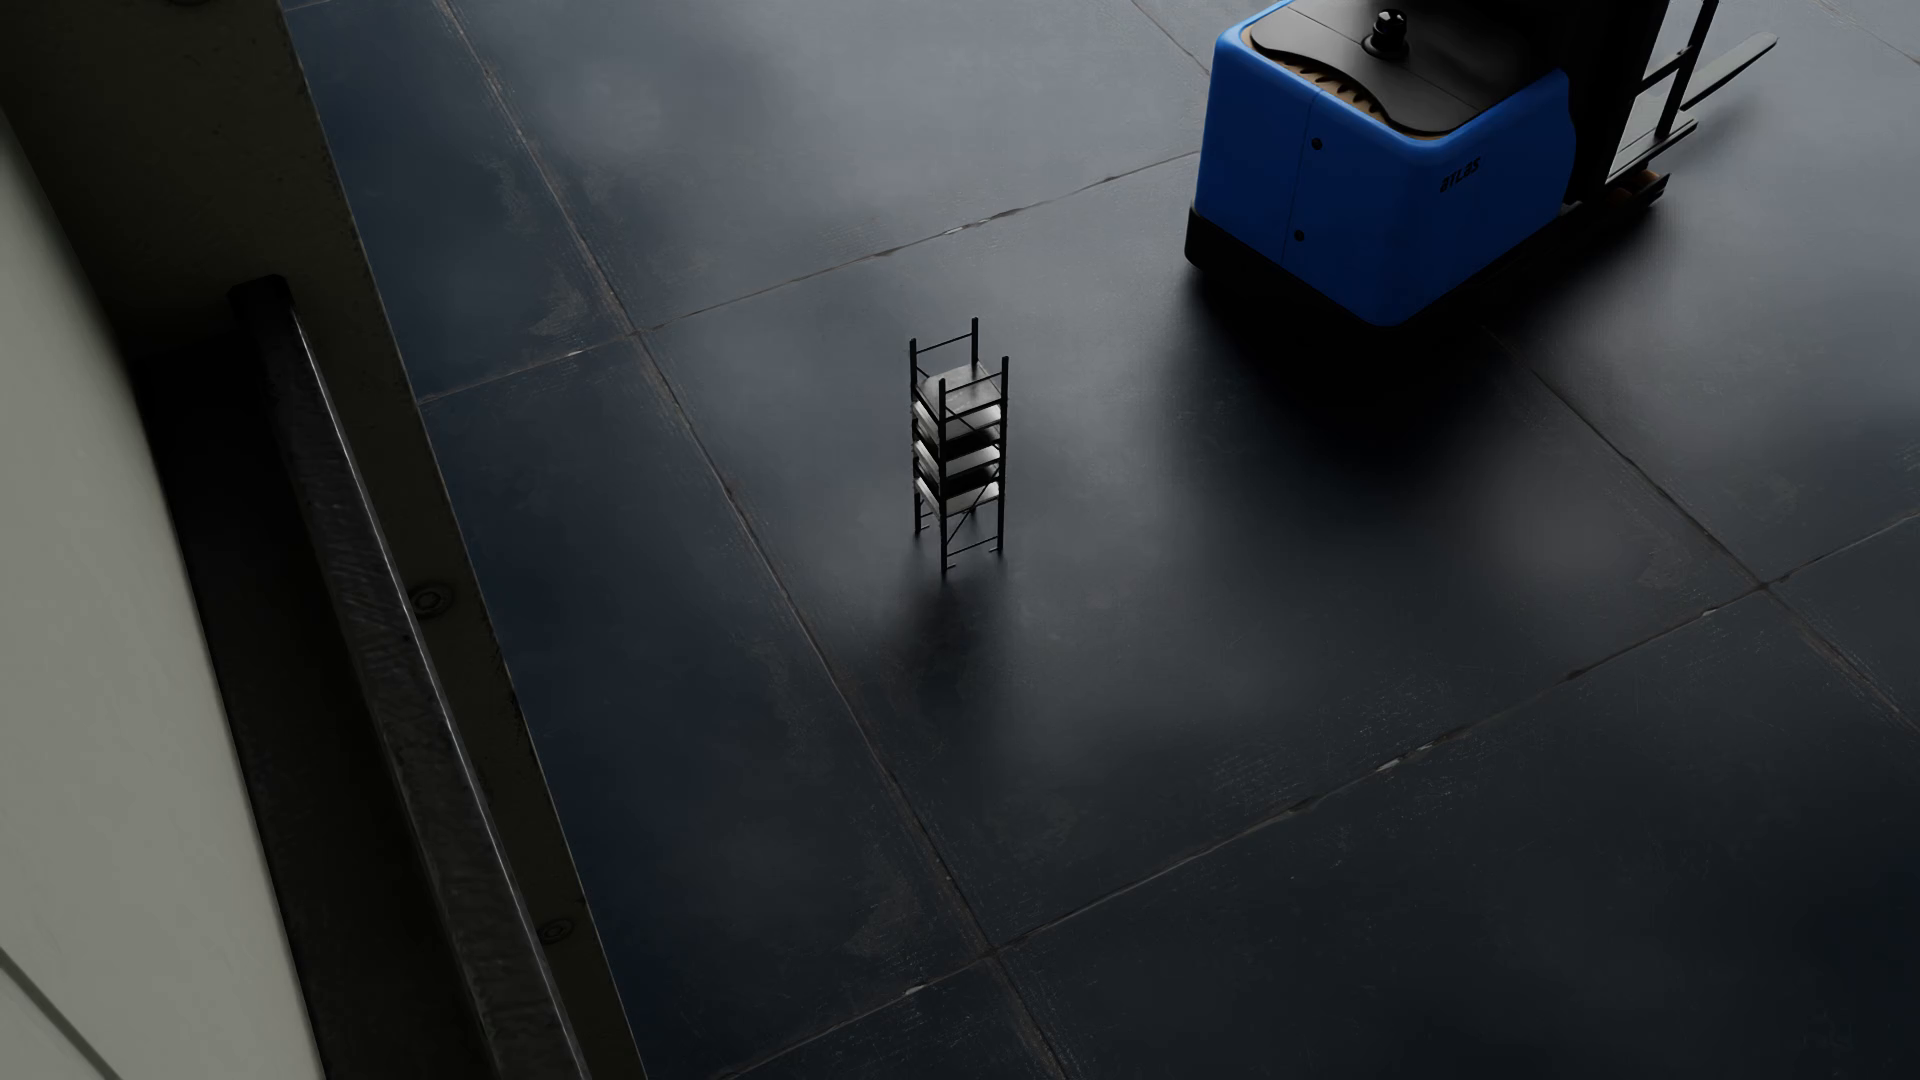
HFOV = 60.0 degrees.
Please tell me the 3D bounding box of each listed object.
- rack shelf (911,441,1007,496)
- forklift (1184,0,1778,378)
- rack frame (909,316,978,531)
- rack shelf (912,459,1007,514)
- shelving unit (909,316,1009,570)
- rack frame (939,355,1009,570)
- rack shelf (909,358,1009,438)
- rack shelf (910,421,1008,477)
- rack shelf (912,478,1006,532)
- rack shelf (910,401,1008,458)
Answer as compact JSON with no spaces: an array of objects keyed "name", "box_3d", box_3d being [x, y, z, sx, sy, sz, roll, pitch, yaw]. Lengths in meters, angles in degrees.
[{"name":"rack shelf","box_3d":[-0.004,-0.280,5.540,0.258,0.077,0.200,-21,52,-18]},{"name":"forklift","box_3d":[2.357,-2.544,6.127,3.031,2.935,1.130,-33,57,-26]},{"name":"rack frame","box_3d":[-0.050,-0.370,5.574,0.240,0.900,0.006,-21,52,-18]},{"name":"rack shelf","box_3d":[-0.004,-0.221,5.608,0.258,0.077,0.200,-21,52,-18]},{"name":"shelving unit","box_3d":[-0.004,-0.302,5.515,0.258,0.900,0.210,-21,52,-18]},{"name":"rack frame","box_3d":[0.043,-0.234,5.455,0.240,0.900,0.006,-21,52,-18]},{"name":"rack shelf","box_3d":[-0.004,-0.458,5.337,0.258,0.077,0.200,-21,52,-18]},{"name":"rack shelf","box_3d":[-0.004,-0.339,5.472,0.258,0.077,0.200,-21,52,-18]},{"name":"rack shelf","box_3d":[-0.004,-0.161,5.675,0.258,0.077,0.200,-21,52,-18]},{"name":"rack shelf","box_3d":[-0.004,-0.398,5.404,0.258,0.077,0.200,-21,52,-18]}]
